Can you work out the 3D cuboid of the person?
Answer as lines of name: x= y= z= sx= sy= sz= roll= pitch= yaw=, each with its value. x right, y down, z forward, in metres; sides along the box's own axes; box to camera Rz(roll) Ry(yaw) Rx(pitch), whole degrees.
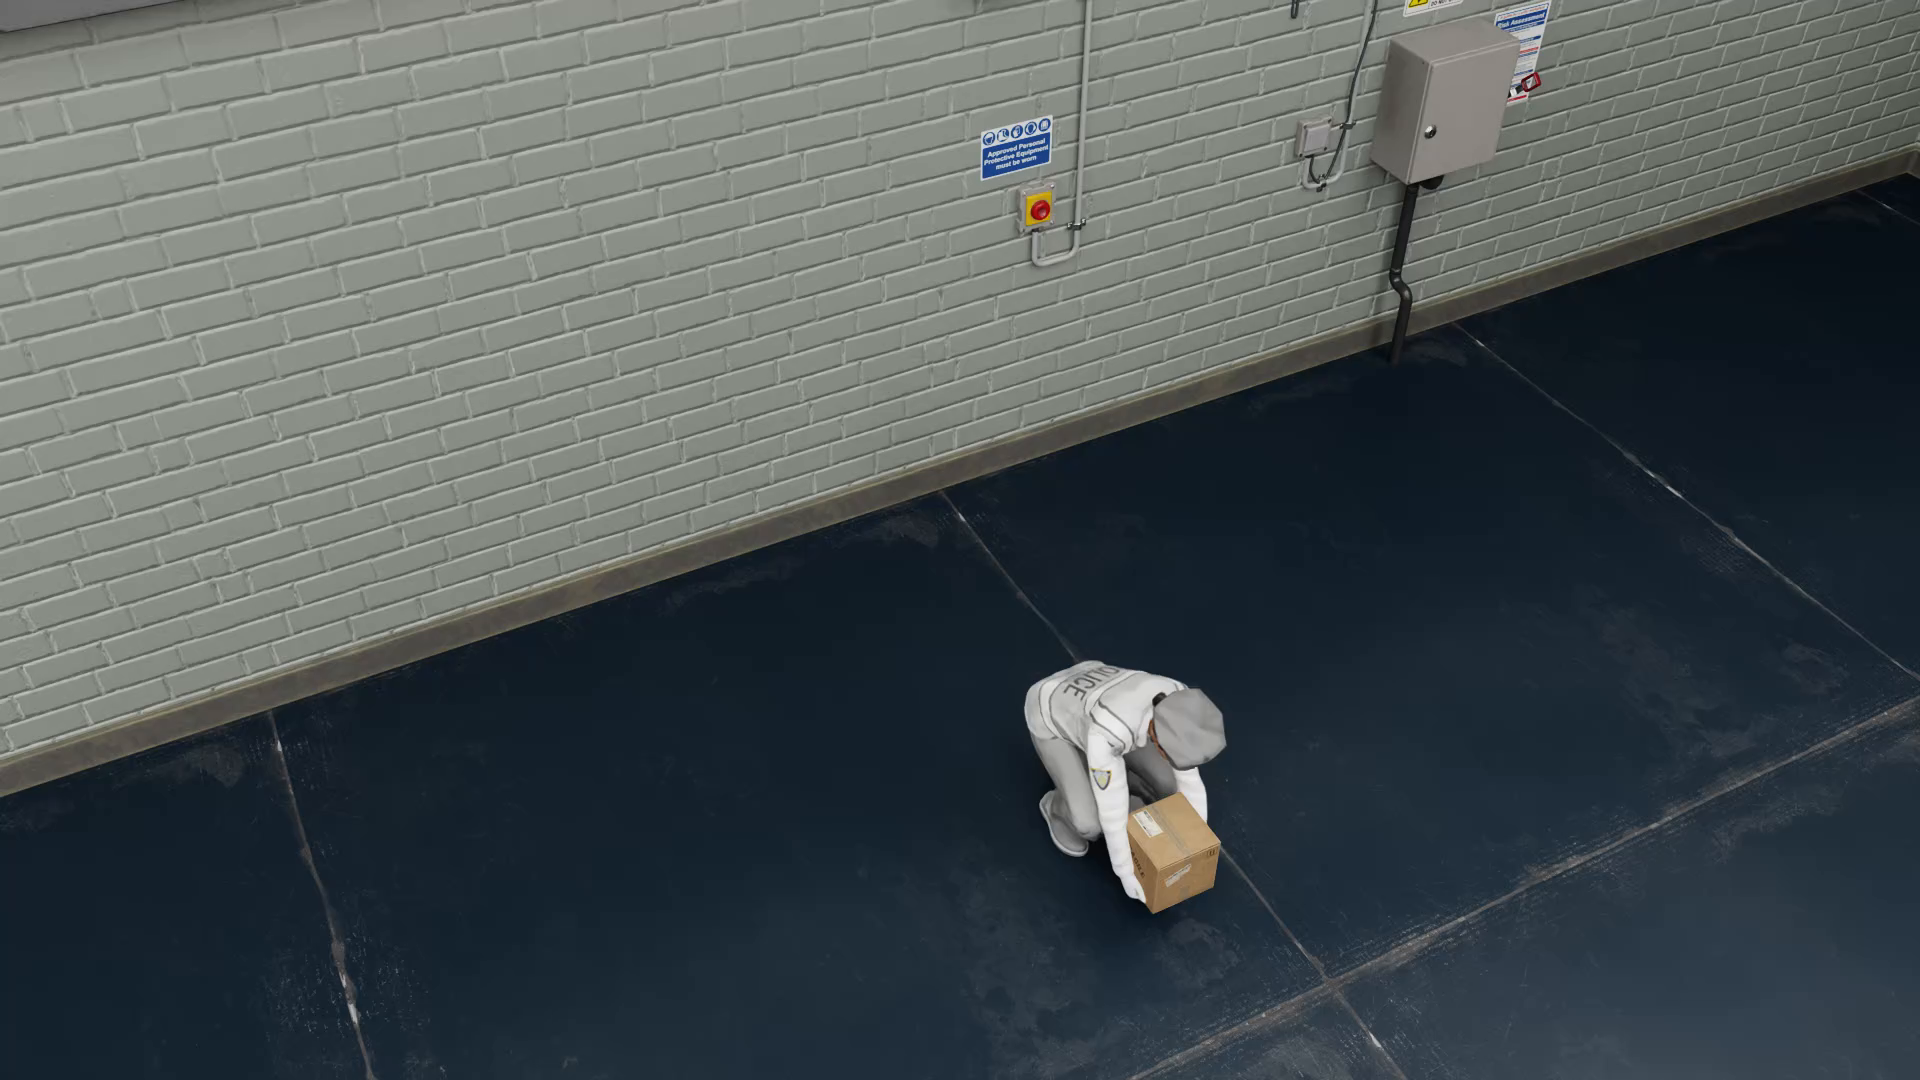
person: x=0.566 y=0.758 z=5.826 sx=0.462 sy=0.984 sz=0.841 roll=-20 pitch=45 yaw=-21
